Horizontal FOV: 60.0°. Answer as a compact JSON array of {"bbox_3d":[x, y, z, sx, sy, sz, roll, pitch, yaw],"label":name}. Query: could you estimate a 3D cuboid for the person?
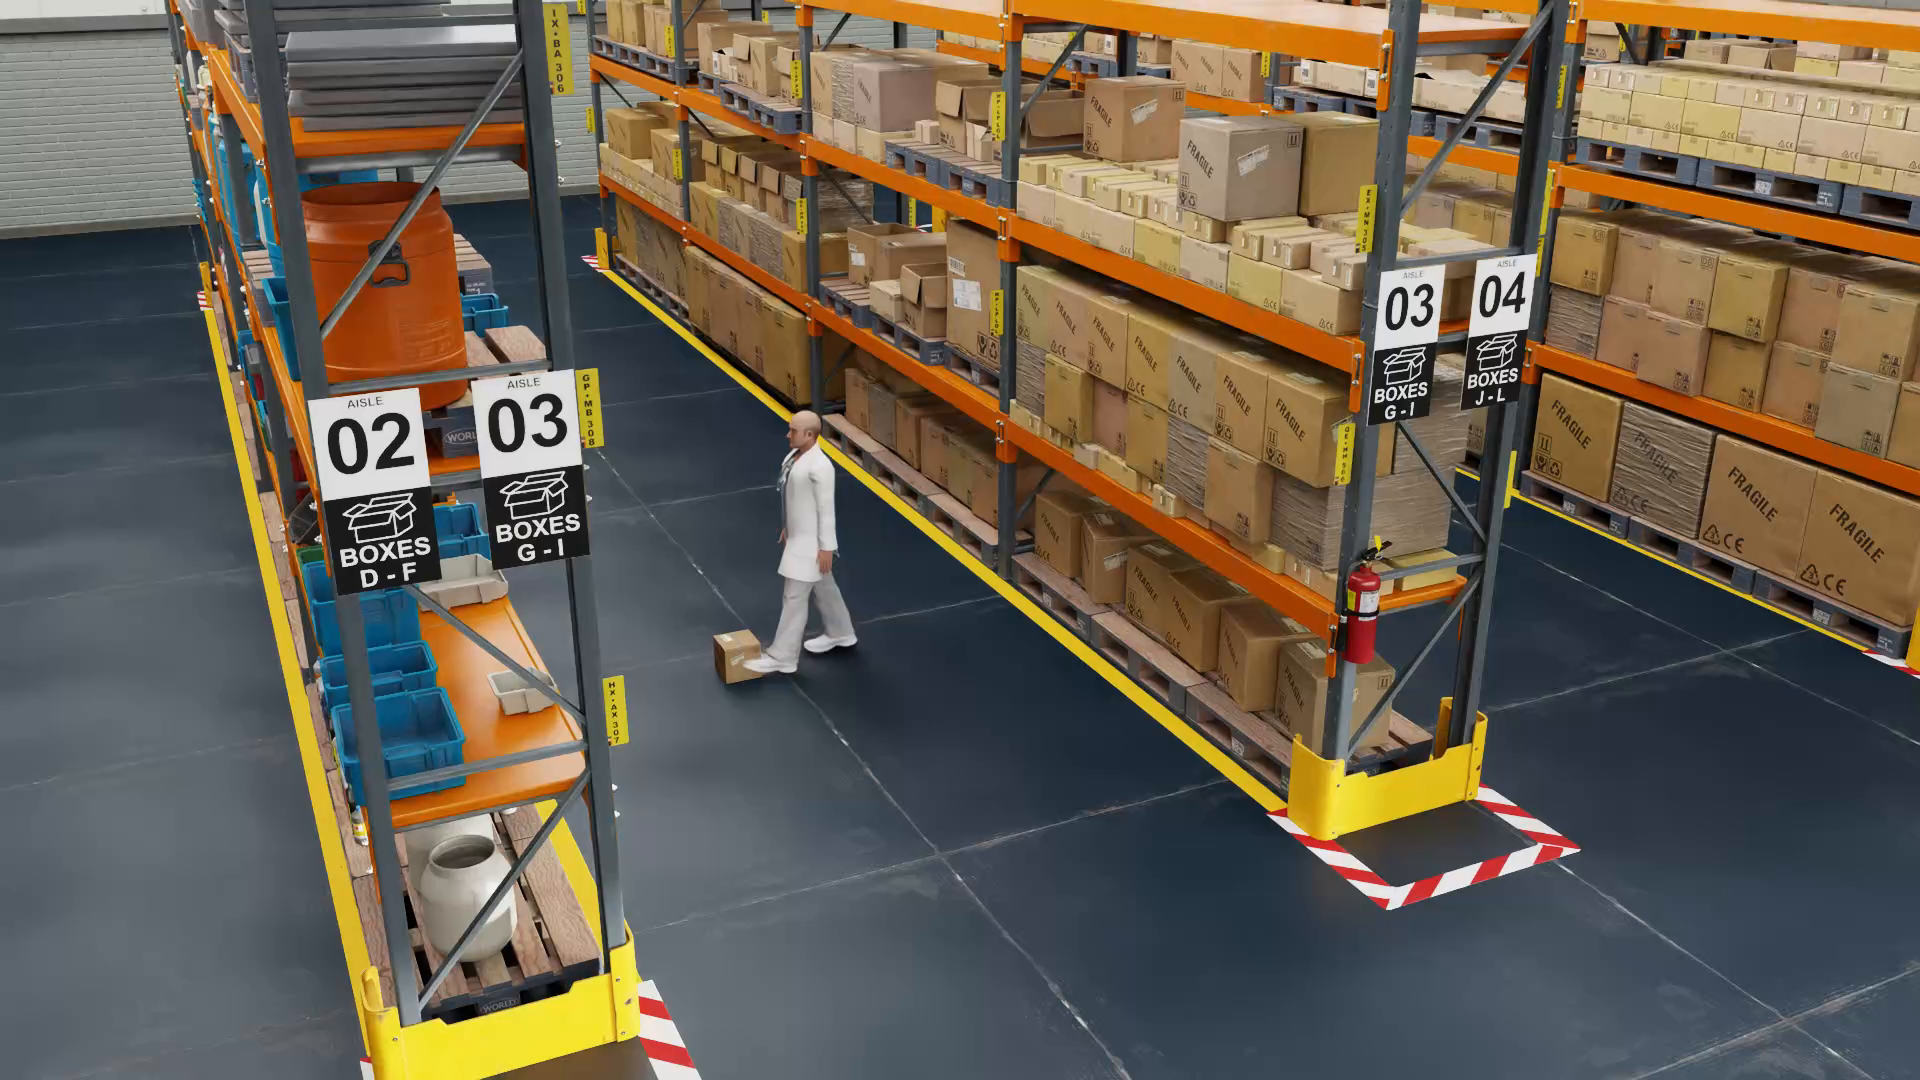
[{"bbox_3d":[-1.081,-0.004,11.055,0.841,1.766,0.577,-8,23,-18],"label":"person"}]
